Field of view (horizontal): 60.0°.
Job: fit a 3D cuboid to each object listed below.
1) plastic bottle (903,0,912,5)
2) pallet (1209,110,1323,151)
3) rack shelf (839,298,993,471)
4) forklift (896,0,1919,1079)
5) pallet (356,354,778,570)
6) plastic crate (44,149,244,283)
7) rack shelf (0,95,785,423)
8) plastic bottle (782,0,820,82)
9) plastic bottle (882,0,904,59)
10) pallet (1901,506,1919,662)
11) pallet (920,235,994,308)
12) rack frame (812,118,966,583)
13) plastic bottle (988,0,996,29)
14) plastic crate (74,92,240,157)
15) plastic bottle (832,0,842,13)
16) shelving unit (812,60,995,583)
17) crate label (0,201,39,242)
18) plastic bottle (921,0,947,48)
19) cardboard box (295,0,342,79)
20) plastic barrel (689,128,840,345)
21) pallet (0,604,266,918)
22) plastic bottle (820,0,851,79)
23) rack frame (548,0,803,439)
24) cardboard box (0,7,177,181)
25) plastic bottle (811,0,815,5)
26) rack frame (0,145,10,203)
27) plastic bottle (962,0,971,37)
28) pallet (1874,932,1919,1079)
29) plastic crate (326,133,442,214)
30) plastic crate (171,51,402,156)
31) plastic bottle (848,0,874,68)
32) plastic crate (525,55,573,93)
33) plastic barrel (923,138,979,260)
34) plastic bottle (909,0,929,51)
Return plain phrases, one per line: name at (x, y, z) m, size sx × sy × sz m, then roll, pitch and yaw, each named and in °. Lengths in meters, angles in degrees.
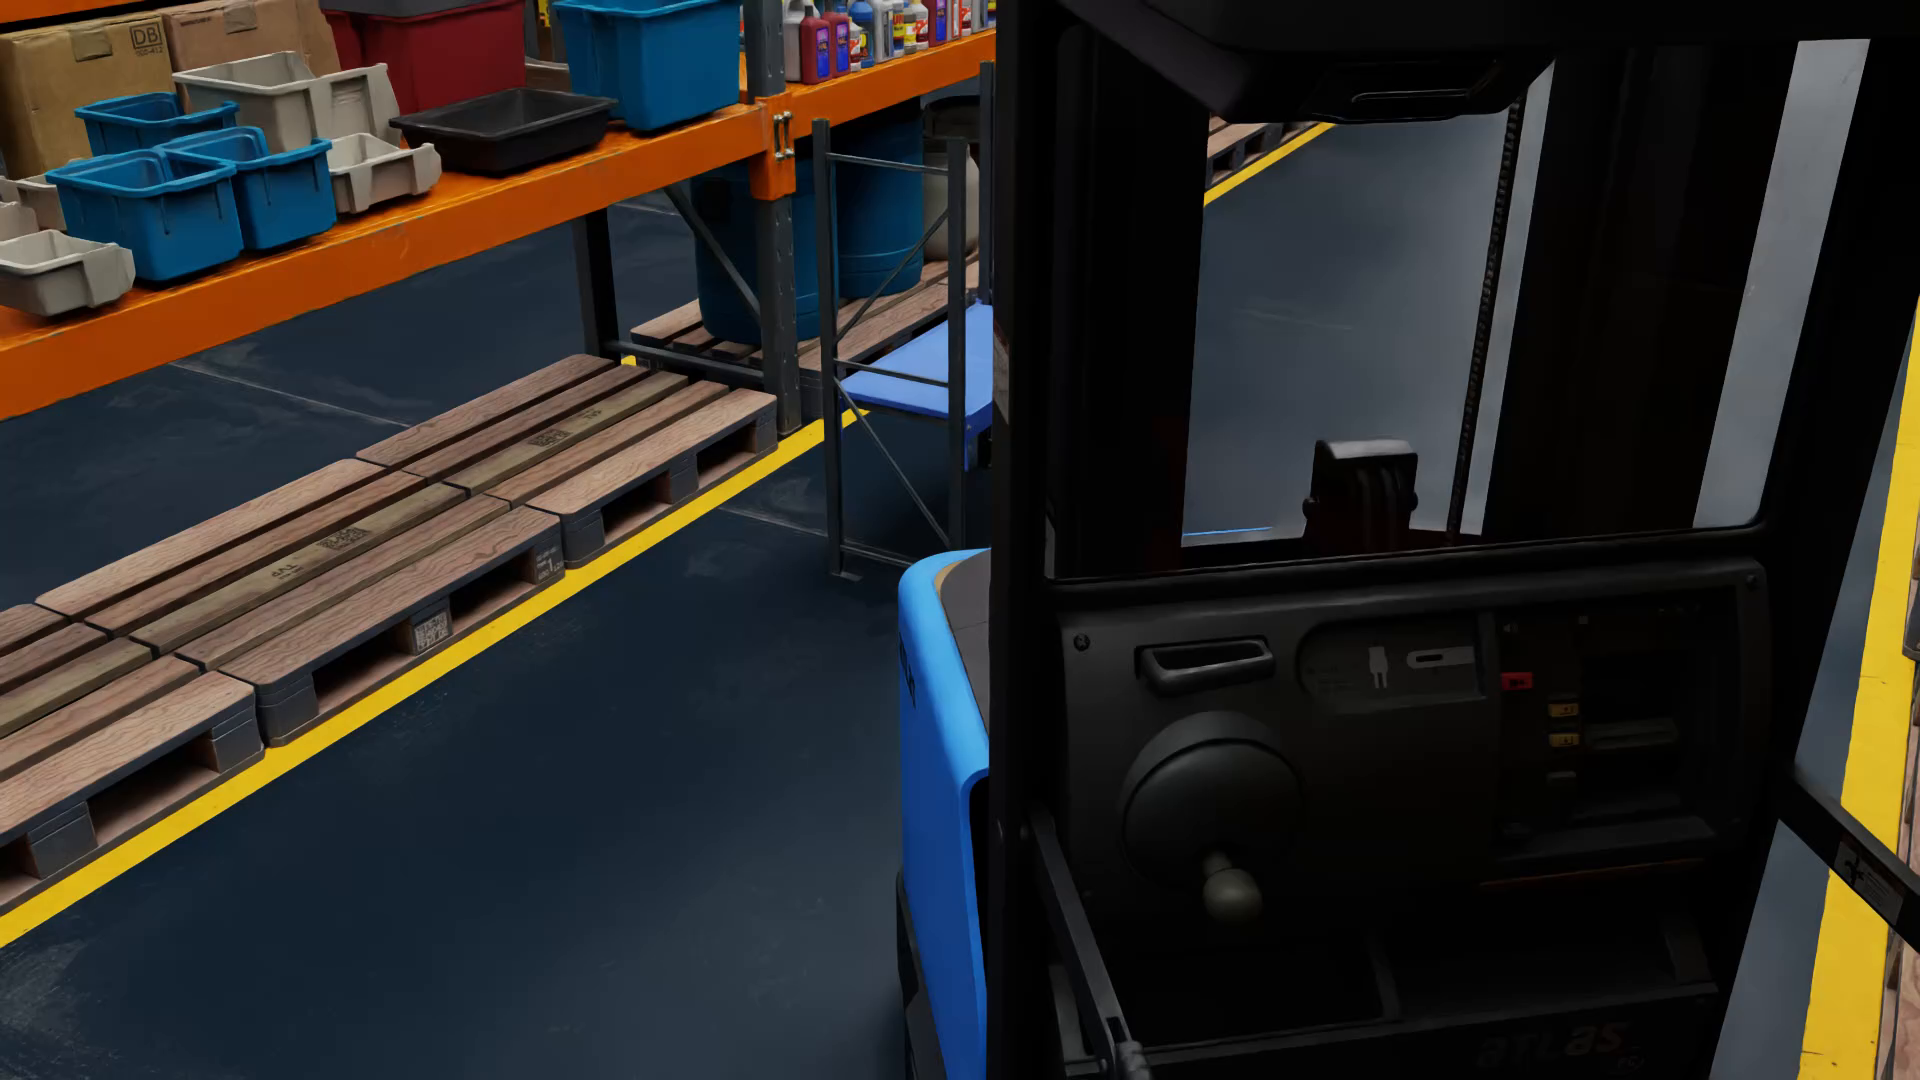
plastic bottle at (-0.213, -2.310, 7.153) m, size 0.152 × 0.276 × 0.135 m, roll 14°, pitch 30°, yaw 26°
pallet at (1.888, -2.954, 11.415) m, size 1.003 × 0.211 × 1.213 m, roll 14°, pitch 30°, yaw 26°
rack shelf at (0.042, -0.543, 5.561) m, size 0.538 × 0.185 × 1.000 m, roll 14°, pitch 30°, yaw 26°
forklift at (0.623, 0.287, 1.901) m, size 1.130 × 2.935 × 3.031 m, roll -4°, pitch 27°, yaw -9°
pallet at (-1.423, -0.333, 6.179) m, size 1.003 × 0.211 × 1.213 m, roll 14°, pitch 30°, yaw 26°
plastic crate at (-2.007, -0.805, 4.127) m, size 0.416 × 0.233 × 0.300 m, roll 14°, pitch 30°, yaw 26°
rack shelf at (-2.079, -0.774, 4.749) m, size 1.077 × 0.370 × 4.000 m, roll 14°, pitch 30°, yaw 26°
plastic bottle at (-0.620, -1.935, 6.319) m, size 0.144 × 0.351 × 0.185 m, roll 14°, pitch 30°, yaw 26°
plastic bottle at (-0.275, -2.096, 6.729) m, size 0.097 × 0.271 × 0.097 m, roll 0°, pitch 27°, yaw 0°
pallet at (3.583, 0.139, 5.237) m, size 1.003 × 0.211 × 1.213 m, roll 14°, pitch 30°, yaw 26°
pallet at (-0.080, -1.397, 8.305) m, size 1.003 × 0.211 × 1.213 m, roll 14°, pitch 30°, yaw 26°
rack frame at (-0.208, -0.506, 5.085) m, size 0.500 × 1.500 × 0.032 m, roll 14°, pitch 30°, yaw 26°
plastic bottle at (0.115, -2.404, 7.346) m, size 0.097 × 0.271 × 0.097 m, roll 0°, pitch 27°, yaw 0°
plastic crate at (-2.276, -1.125, 4.766) m, size 0.416 × 0.233 × 0.300 m, roll 14°, pitch 30°, yaw 26°
plastic bottle at (-0.571, -2.413, 7.364) m, size 0.097 × 0.271 × 0.097 m, roll 0°, pitch 27°, yaw 0°
shelving unit at (0.042, -0.704, 5.481) m, size 0.538 × 1.500 × 1.048 m, roll 14°, pitch 30°, yaw 26°
crate label at (-2.549, -0.806, 4.238) m, size 0.396 × 0.136 × 0.243 m, roll 14°, pitch 30°, yaw 26°
plastic bottle at (-0.107, -2.218, 6.960) m, size 0.061 × 0.283 × 0.133 m, roll 14°, pitch 30°, yaw 26°
cardboard box at (-4.243, -3.152, 10.601) m, size 1.225 × 0.875 × 0.875 m, roll 14°, pitch 30°, yaw 26°
plastic barrel at (-0.813, -1.333, 6.937) m, size 0.600 × 0.901 × 0.708 m, roll 14°, pitch 30°, yaw 26°
pallet at (-2.624, 0.618, 4.280) m, size 1.003 × 0.211 × 1.213 m, roll 14°, pitch 30°, yaw 26°
plastic bottle at (-0.478, -1.924, 6.373) m, size 0.061 × 0.283 × 0.133 m, roll 14°, pitch 30°, yaw 26°
rack frame at (-1.095, -1.875, 6.145) m, size 1.000 × 3.000 × 0.127 m, roll 14°, pitch 30°, yaw 26°
cardboard box at (-5.110, -2.457, 9.212) m, size 1.225 × 0.875 × 0.875 m, roll 14°, pitch 30°, yaw 26°
plastic bottle at (-0.712, -2.324, 7.096) m, size 0.144 × 0.351 × 0.185 m, roll 14°, pitch 30°, yaw 26°
rack frame at (-5.408, -2.966, 8.324) m, size 1.000 × 3.000 × 0.127 m, roll 14°, pitch 30°, yaw 26°
plastic bottle at (0.000, -2.283, 7.181) m, size 0.097 × 0.201 × 0.097 m, roll 0°, pitch 27°, yaw 0°
pallet at (2.277, 1.209, 3.099) m, size 1.003 × 0.211 × 1.213 m, roll 14°, pitch 30°, yaw 26°
plastic crate at (-1.690, -1.039, 4.702) m, size 0.293 × 0.136 × 0.466 m, roll 14°, pitch 30°, yaw 26°
plastic crate at (-2.007, -1.294, 5.050) m, size 0.437 × 0.282 × 0.530 m, roll 14°, pitch 30°, yaw 26°
plastic bottle at (-0.389, -2.005, 6.549) m, size 0.097 × 0.271 × 0.097 m, roll 0°, pitch 27°, yaw 0°
plastic crate at (-1.449, -1.634, 5.891) m, size 0.396 × 0.136 × 0.243 m, roll 14°, pitch 30°, yaw 26°
plastic barrel at (-0.109, -1.635, 7.975) m, size 0.421 × 0.512 × 0.421 m, roll 0°, pitch 27°, yaw 0°
plastic bottle at (-0.179, -2.140, 6.897) m, size 0.097 × 0.201 × 0.097 m, roll 0°, pitch 27°, yaw 0°
